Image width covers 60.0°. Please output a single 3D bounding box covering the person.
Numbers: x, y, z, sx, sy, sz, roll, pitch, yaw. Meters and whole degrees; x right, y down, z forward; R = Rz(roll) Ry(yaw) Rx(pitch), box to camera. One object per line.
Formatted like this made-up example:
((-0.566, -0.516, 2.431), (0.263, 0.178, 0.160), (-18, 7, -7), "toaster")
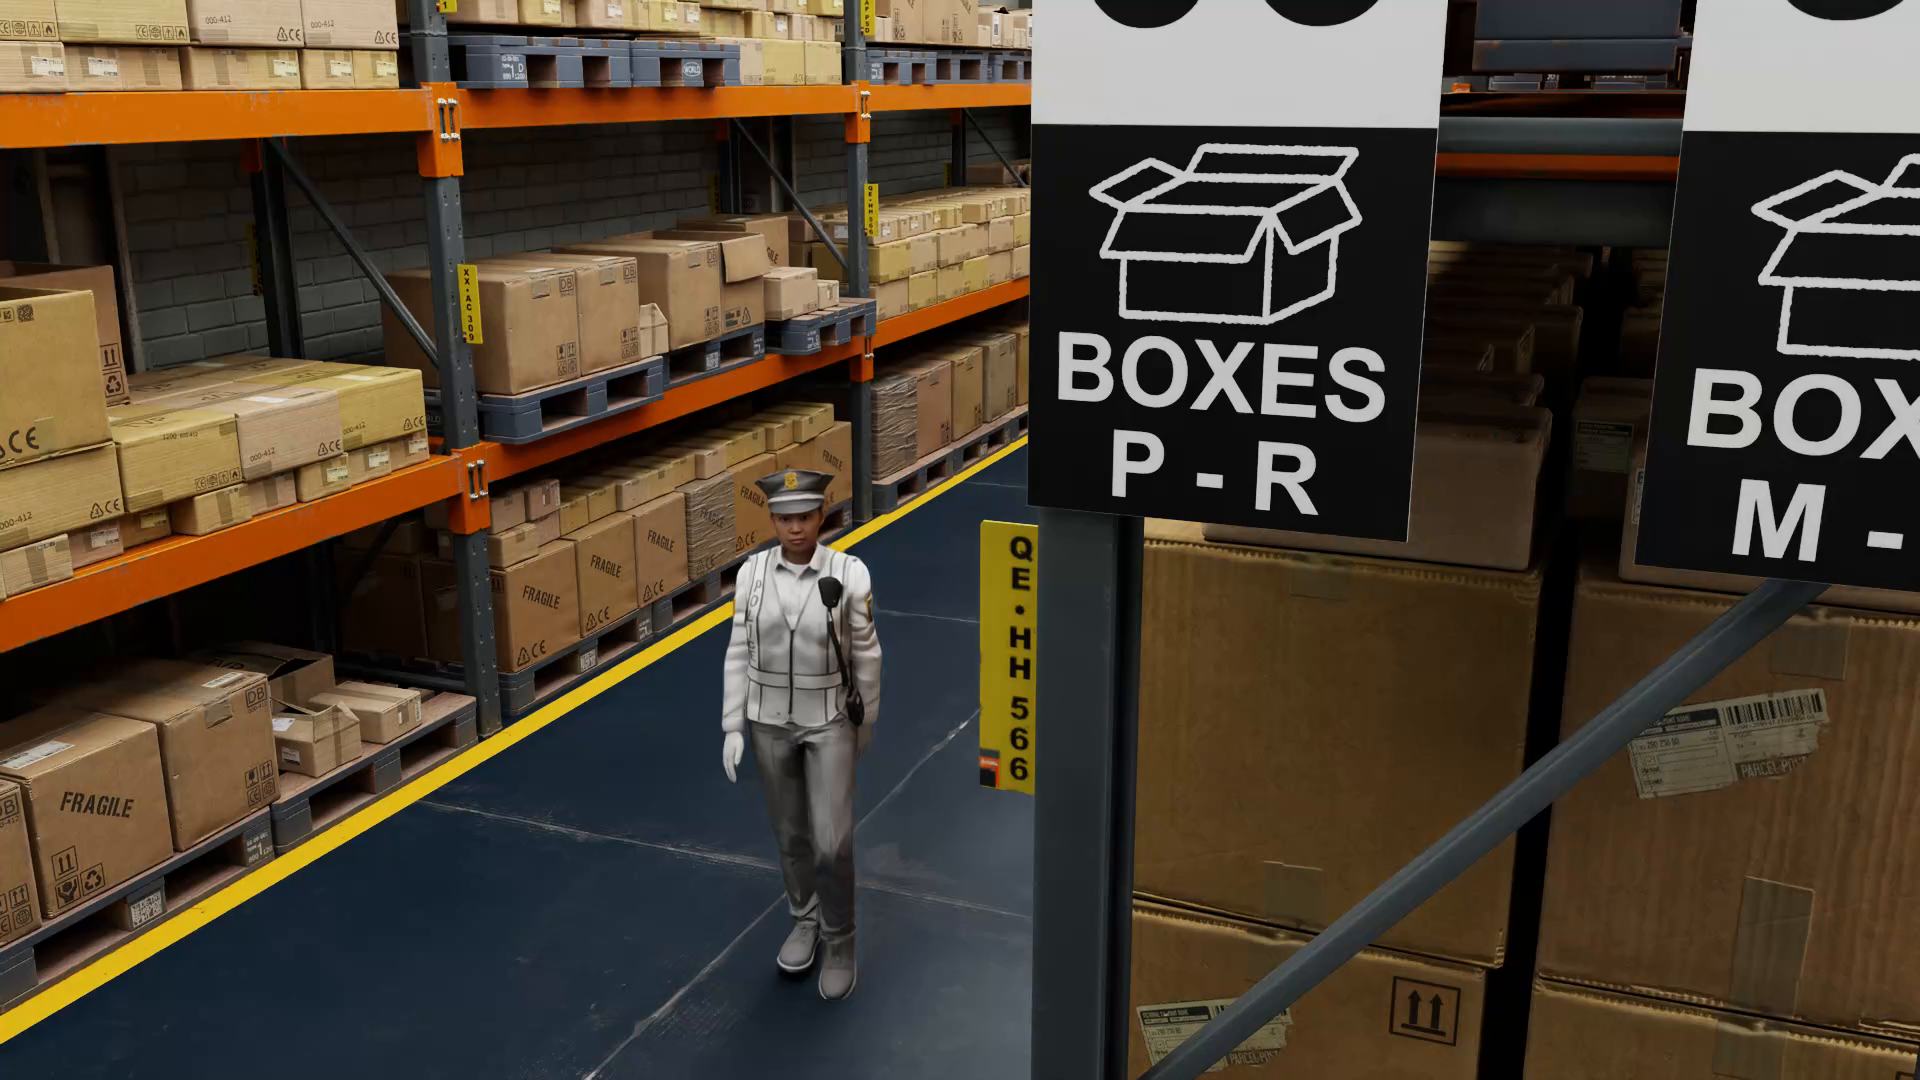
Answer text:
((3.611, -0.352, 7.773), (7.740, 2.202, 7.075), (2, 16, 9), "person")
